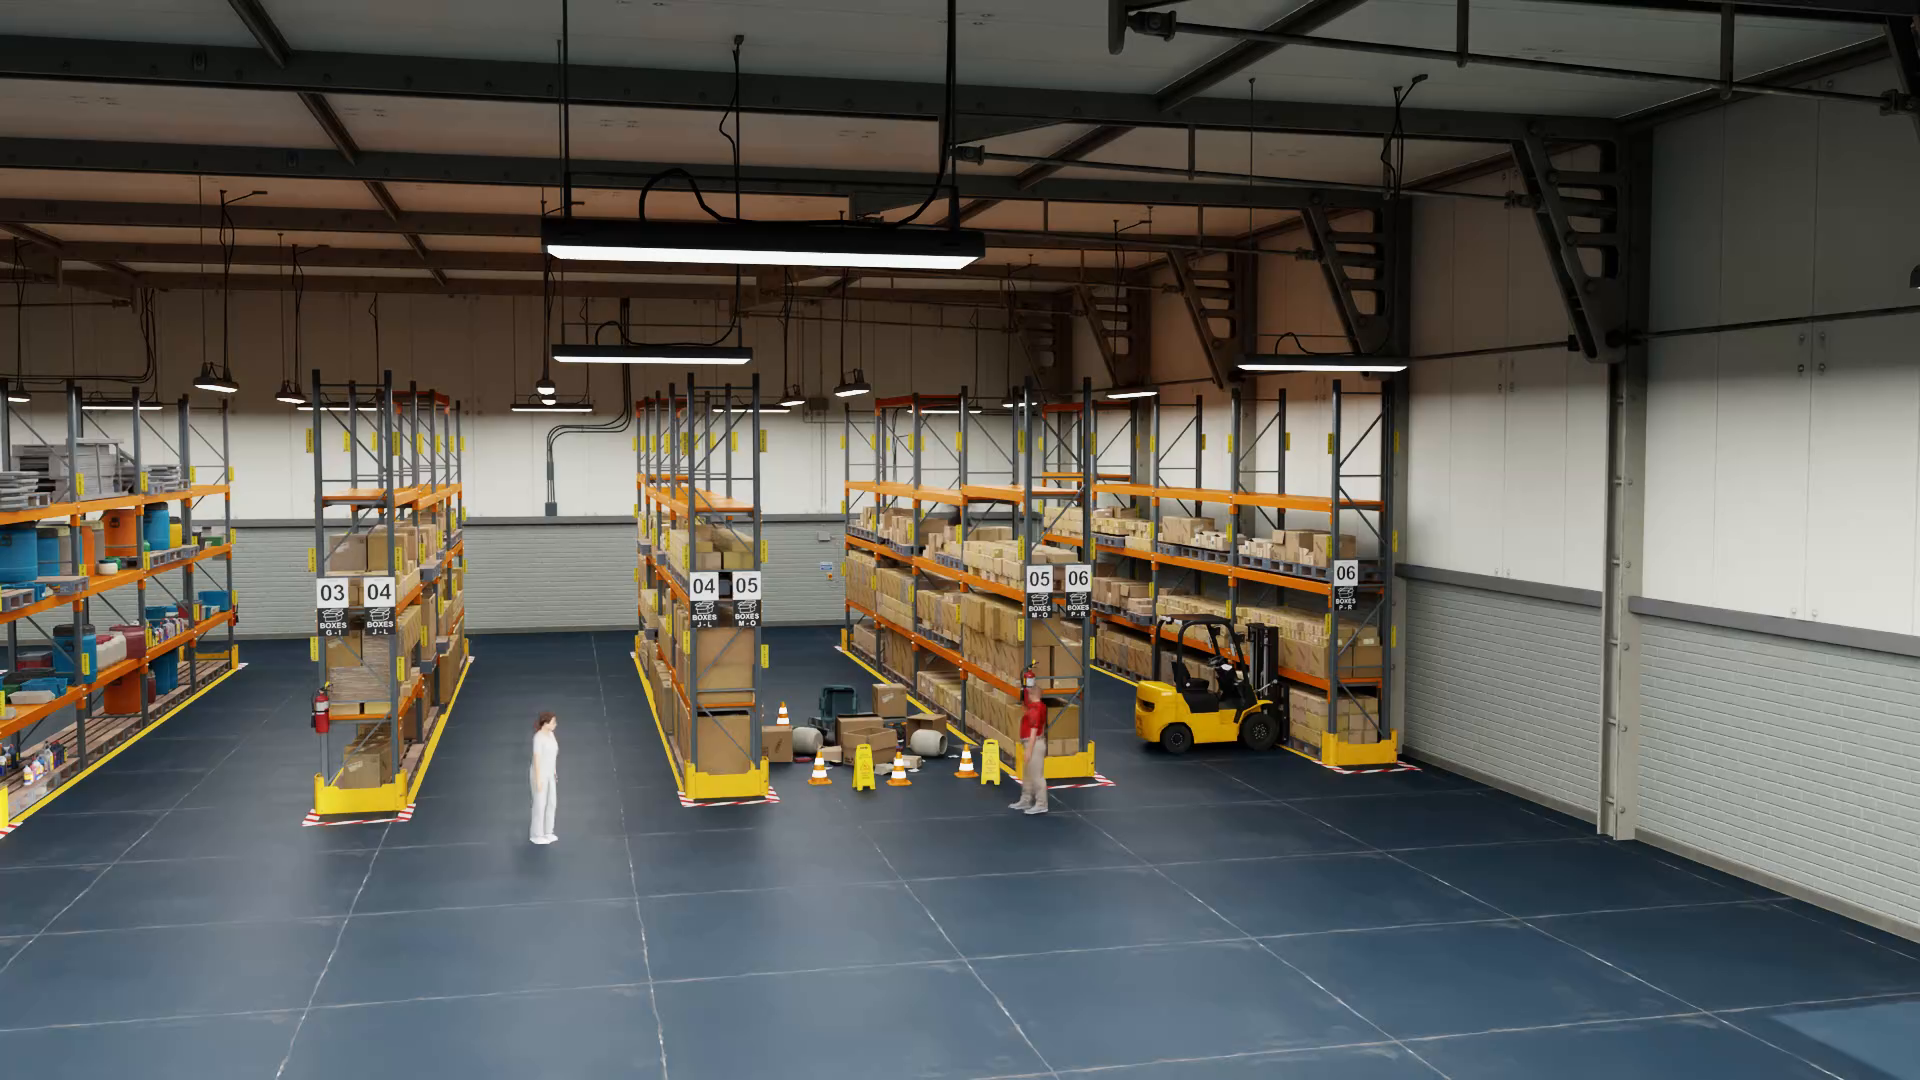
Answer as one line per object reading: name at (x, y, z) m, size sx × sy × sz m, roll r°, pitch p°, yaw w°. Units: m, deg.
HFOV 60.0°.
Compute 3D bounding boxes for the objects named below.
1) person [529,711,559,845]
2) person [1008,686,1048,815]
person at (-5.226, 2.967, 20.857) m, size 0.360 × 1.683 × 0.477 m, roll 1°, pitch 3°, yaw 15°
person at (0.928, 2.836, 22.561) m, size 0.532 × 1.740 × 0.600 m, roll 0°, pitch 3°, yaw 1°
